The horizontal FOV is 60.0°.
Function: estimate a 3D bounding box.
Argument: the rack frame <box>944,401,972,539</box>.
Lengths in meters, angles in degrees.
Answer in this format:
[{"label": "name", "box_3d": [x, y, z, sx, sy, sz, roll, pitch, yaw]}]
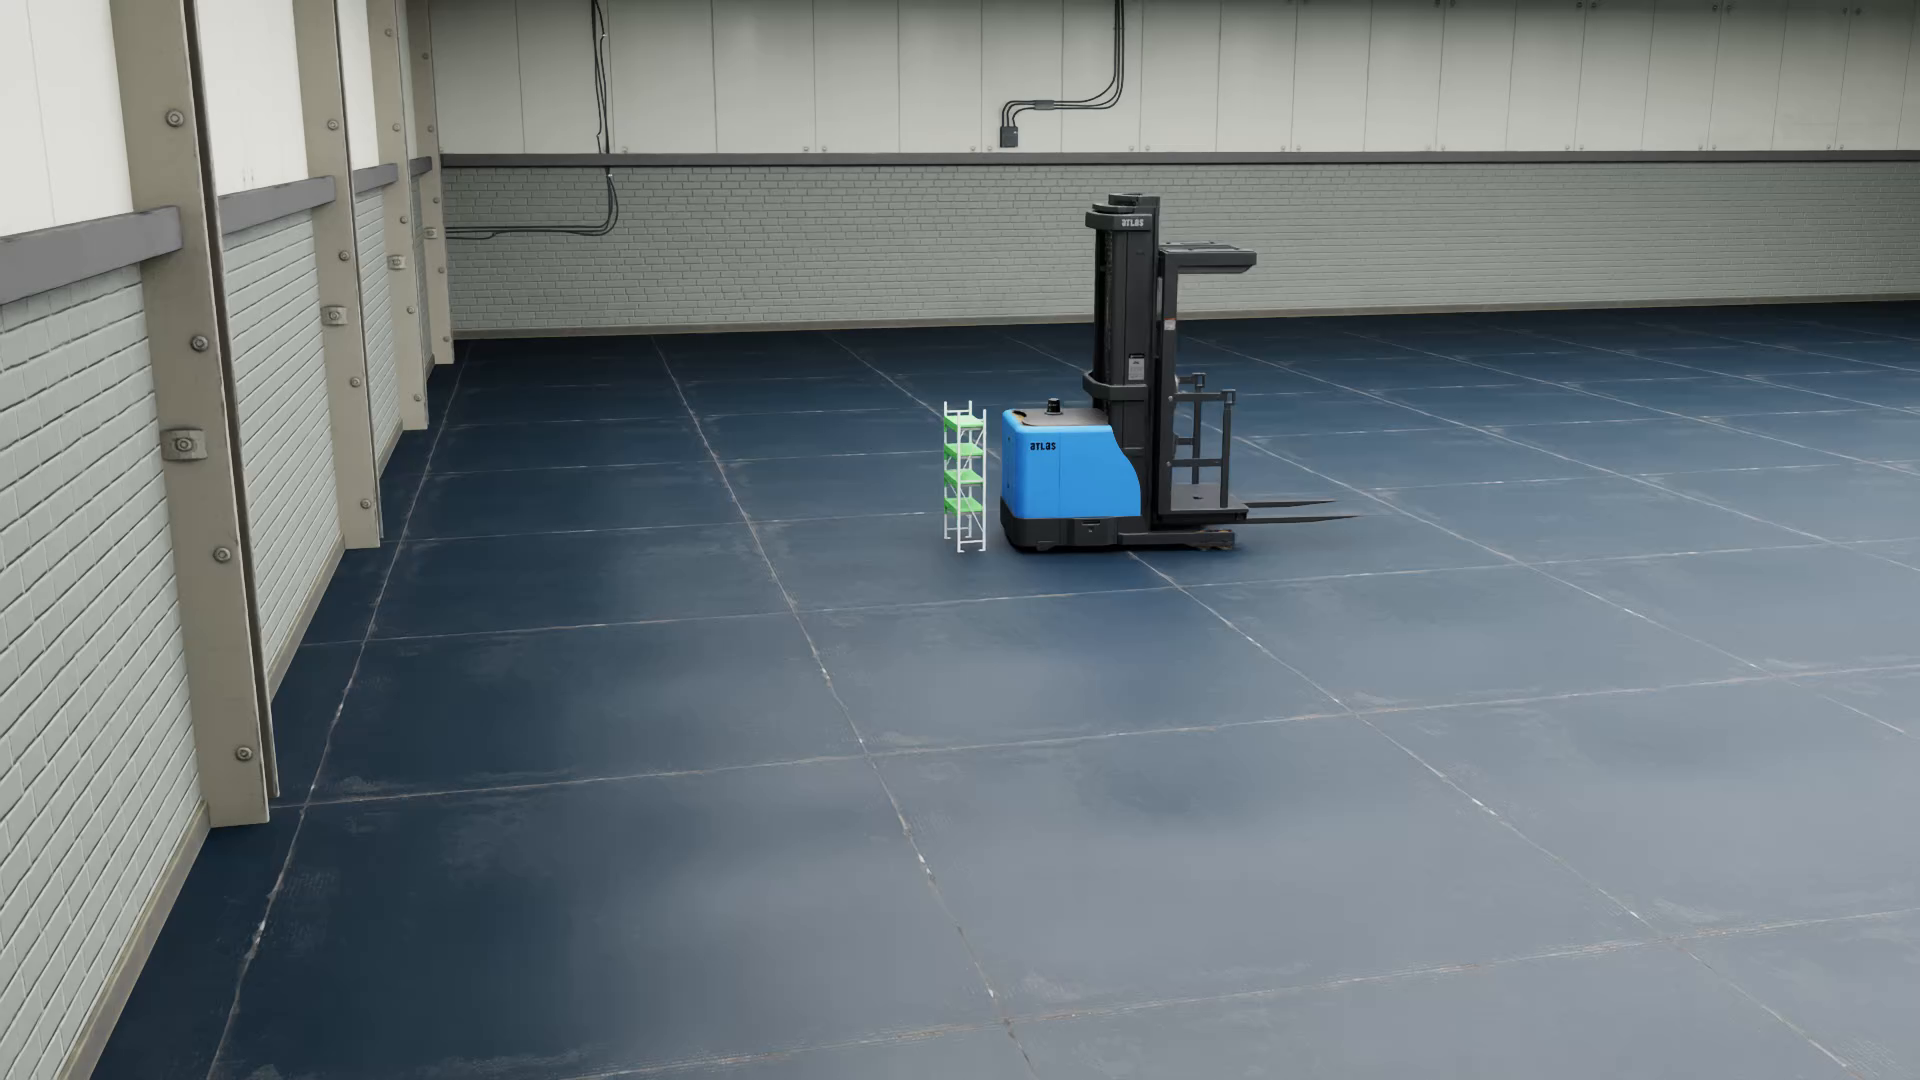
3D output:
[{"label": "rack frame", "box_3d": [-0.018, -0.601, 14.359, 0.240, 1.200, 0.015, -3, 14, -13]}]

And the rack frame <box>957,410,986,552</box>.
[{"label": "rack frame", "box_3d": [0.096, -0.488, 13.898, 0.240, 1.200, 0.015, -3, 14, -13]}]

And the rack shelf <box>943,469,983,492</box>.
[{"label": "rack shelf", "box_3d": [0.039, -0.483, 14.144, 0.258, 0.148, 0.480, -3, 14, -13]}]

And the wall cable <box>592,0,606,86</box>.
[{"label": "wall cable", "box_3d": [-4.743, -8.964, 28.060, 3.097, 2.526, 0.112, -3, 14, -13]}]

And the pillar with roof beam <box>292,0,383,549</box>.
[{"label": "pillar with roof beam", "box_3d": [-0.963, -4.587, 14.241, 9.100, 9.000, 0.400, -3, 14, -13]}]

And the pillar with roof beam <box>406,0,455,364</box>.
[{"label": "pillar with roof beam", "box_3d": [-3.781, -7.355, 25.572, 9.100, 9.000, 0.400, -3, 14, -13]}]

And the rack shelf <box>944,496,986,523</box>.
[{"label": "rack shelf", "box_3d": [0.039, -0.249, 14.200, 0.258, 0.148, 0.480, -3, 14, -13]}]

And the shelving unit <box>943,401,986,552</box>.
[{"label": "shelving unit", "box_3d": [0.039, -0.545, 14.128, 0.258, 1.200, 0.503, -3, 14, -13]}]

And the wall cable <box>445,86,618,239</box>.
[{"label": "wall cable", "box_3d": [-7.373, -6.360, 28.042, 3.097, 2.526, 0.112, -3, 14, -13]}]

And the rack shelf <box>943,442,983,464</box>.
[{"label": "rack shelf", "box_3d": [0.039, -0.716, 14.087, 0.258, 0.148, 0.480, -3, 14, -13]}]

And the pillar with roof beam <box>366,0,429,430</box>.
[{"label": "pillar with roof beam", "box_3d": [-2.372, -5.971, 19.907, 9.100, 9.000, 0.400, -3, 14, -13]}]

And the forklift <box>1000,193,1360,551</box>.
[{"label": "forklift", "box_3d": [1.909, -1.457, 14.216, 3.031, 2.935, 1.130, -1, 14, -6]}]

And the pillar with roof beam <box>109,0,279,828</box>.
[{"label": "pillar with roof beam", "box_3d": [0.446, -3.203, 8.576, 9.100, 9.000, 0.400, -3, 14, -13]}]

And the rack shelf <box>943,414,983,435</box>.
[{"label": "rack shelf", "box_3d": [0.039, -0.949, 14.030, 0.258, 0.148, 0.480, -3, 14, -13]}]

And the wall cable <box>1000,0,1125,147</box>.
[{"label": "wall cable", "box_3d": [1.859, -10.046, 29.421, 2.305, 6.003, 0.169, -3, 14, -13]}]
